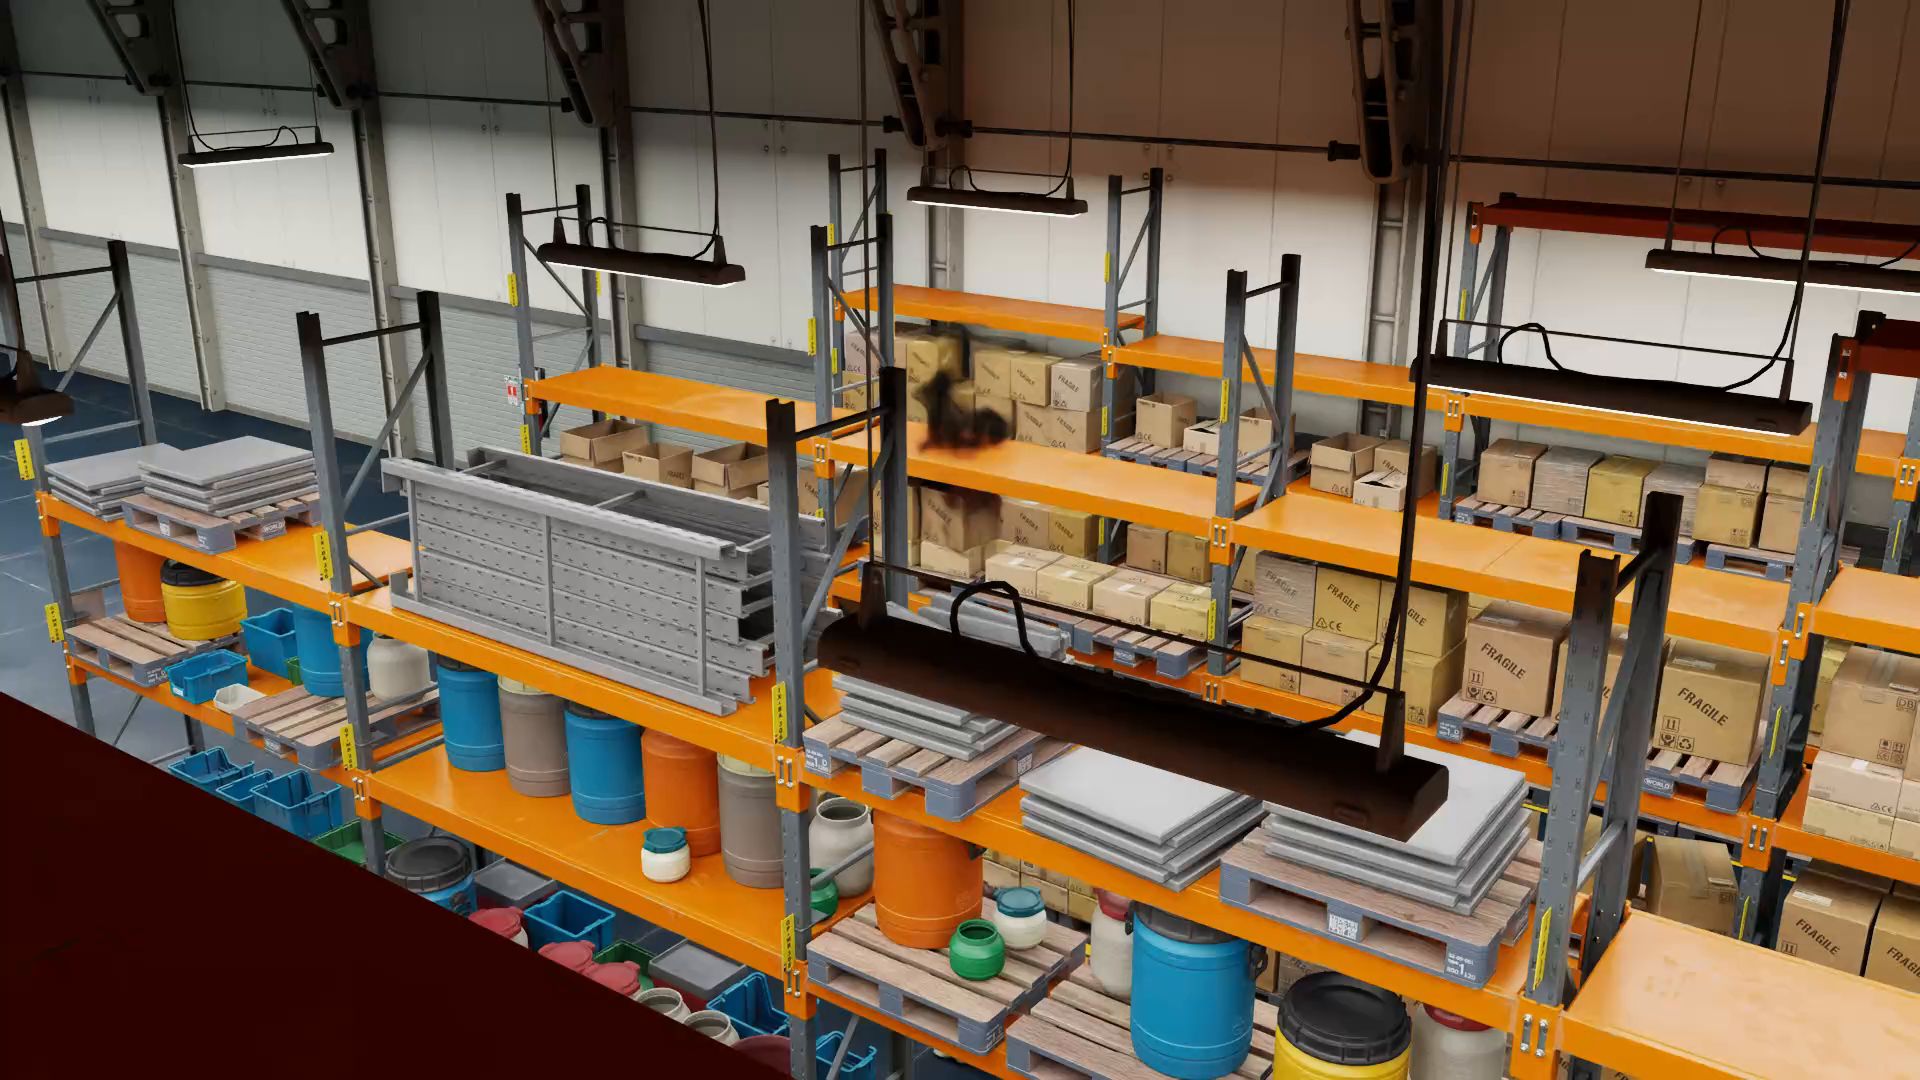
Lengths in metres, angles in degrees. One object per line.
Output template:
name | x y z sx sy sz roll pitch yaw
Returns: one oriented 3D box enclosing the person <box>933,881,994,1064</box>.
person | 0.146 3.312 12.633 0.802 1.635 0.575 10 21 28
